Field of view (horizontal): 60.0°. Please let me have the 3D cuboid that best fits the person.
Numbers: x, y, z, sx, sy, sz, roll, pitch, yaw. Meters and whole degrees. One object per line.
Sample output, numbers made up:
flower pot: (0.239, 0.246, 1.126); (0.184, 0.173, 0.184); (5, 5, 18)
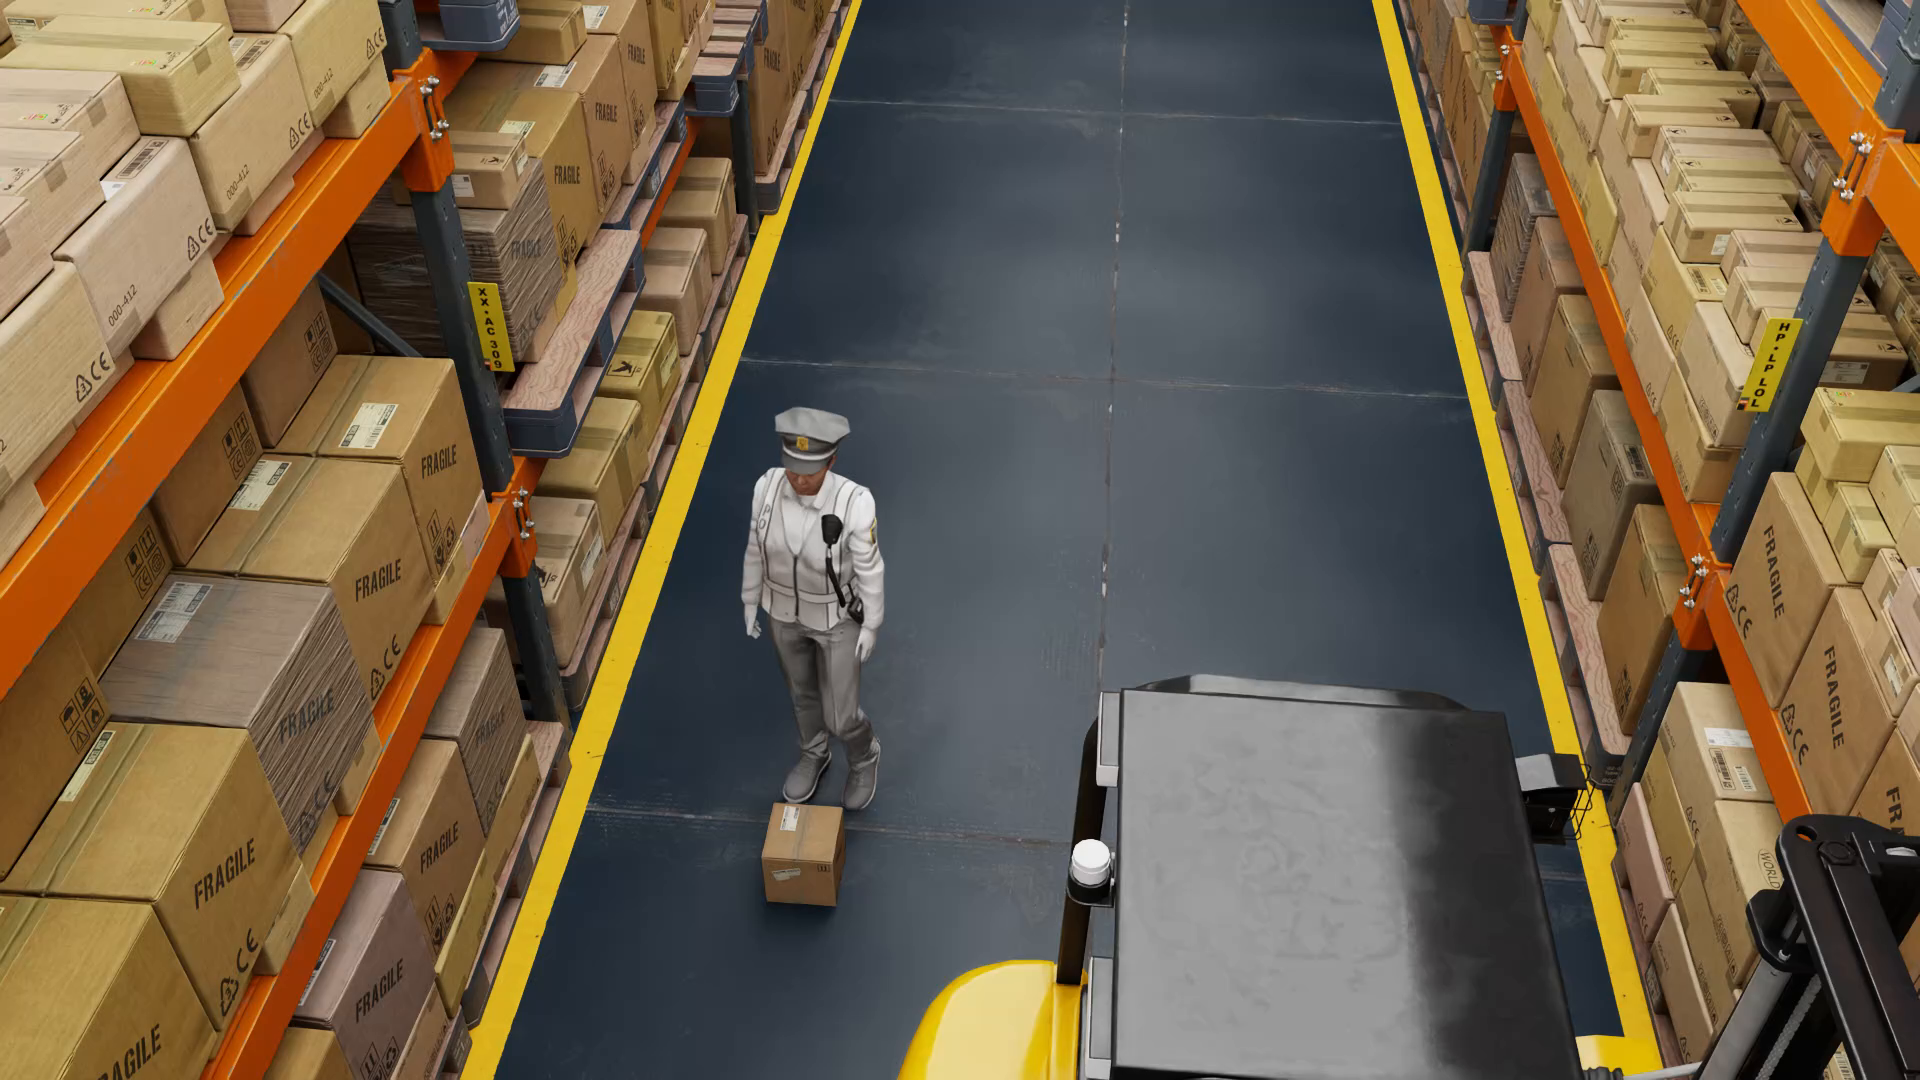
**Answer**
person: (-0.532, 0.282, 5.821); (0.517, 1.712, 0.379); (13, 42, 15)
